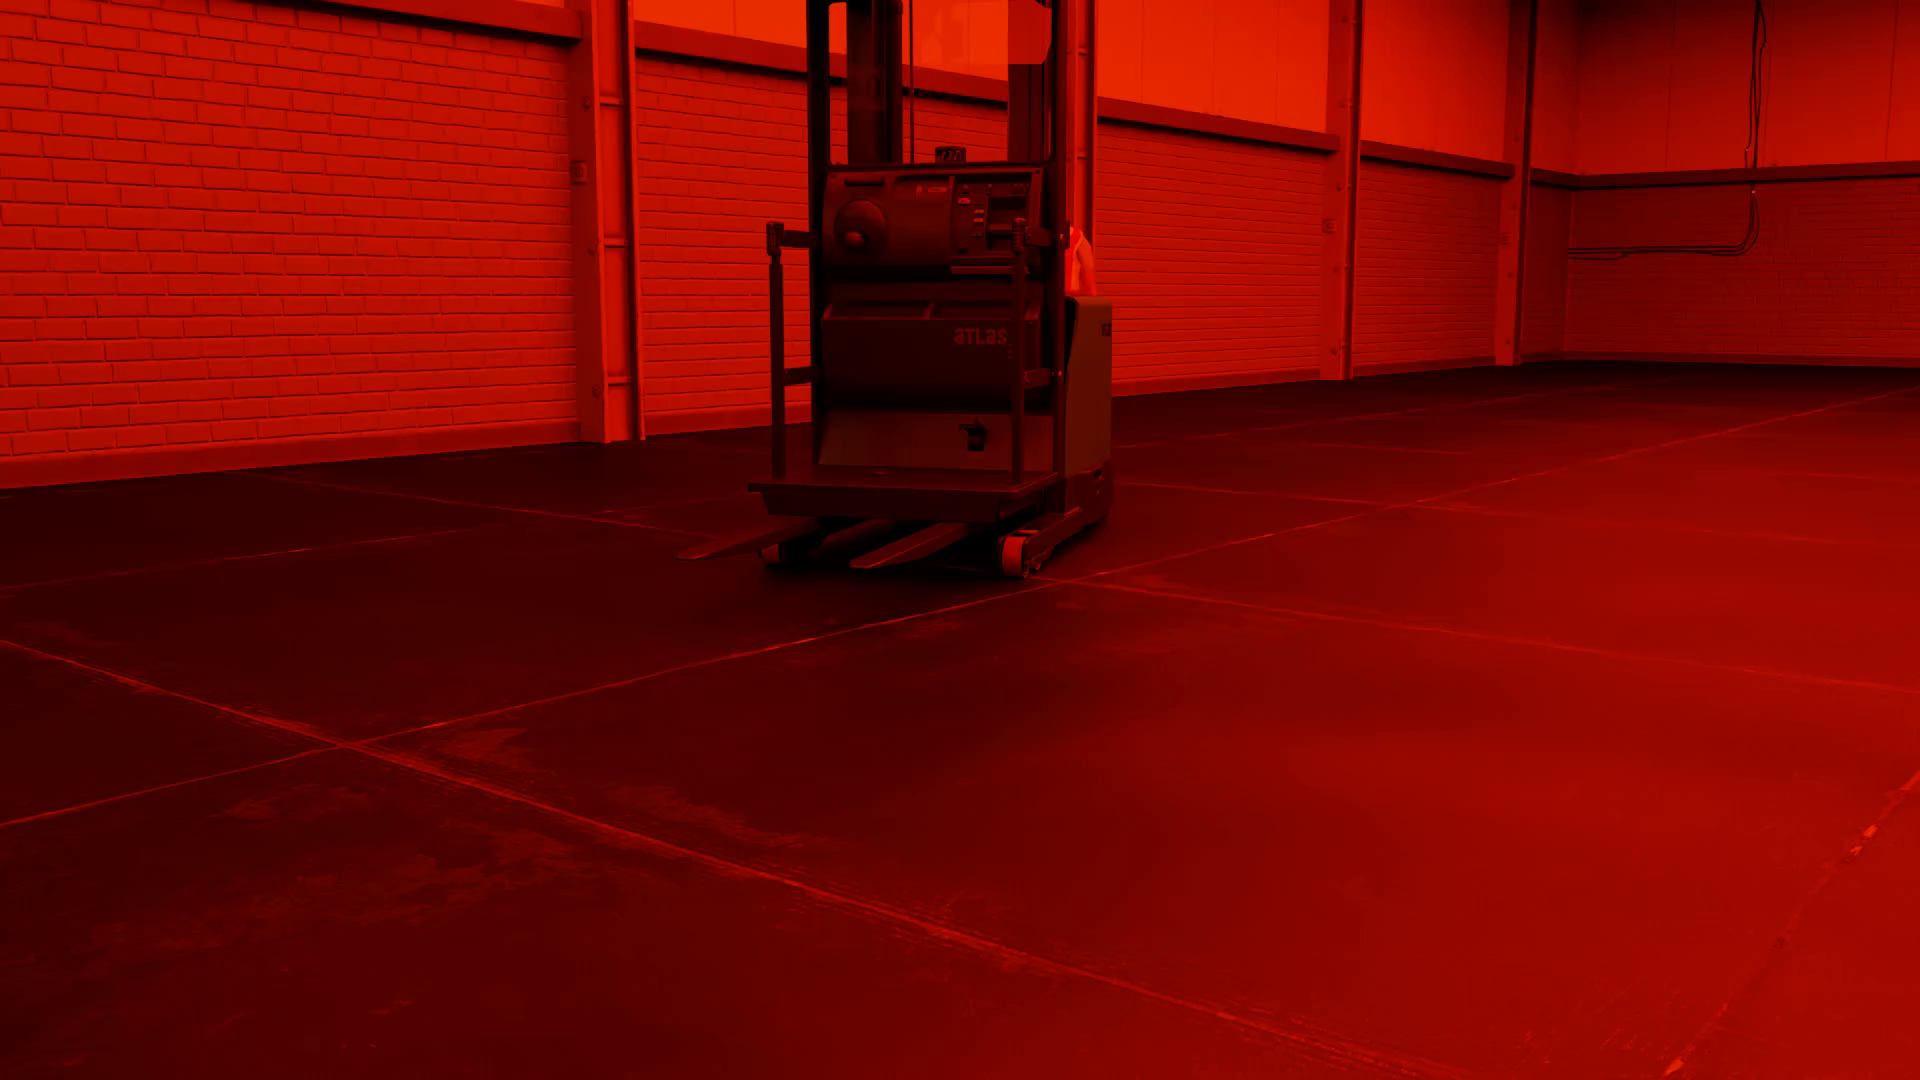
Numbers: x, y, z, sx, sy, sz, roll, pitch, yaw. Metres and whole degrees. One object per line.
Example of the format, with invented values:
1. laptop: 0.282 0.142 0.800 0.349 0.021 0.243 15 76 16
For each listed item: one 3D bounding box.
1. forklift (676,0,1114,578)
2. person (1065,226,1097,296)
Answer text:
1. forklift: -0.176 -1.366 6.616 1.130 2.935 3.031 3 9 17
2. person: 0.582 -1.369 10.624 0.622 1.781 0.445 1 8 9
